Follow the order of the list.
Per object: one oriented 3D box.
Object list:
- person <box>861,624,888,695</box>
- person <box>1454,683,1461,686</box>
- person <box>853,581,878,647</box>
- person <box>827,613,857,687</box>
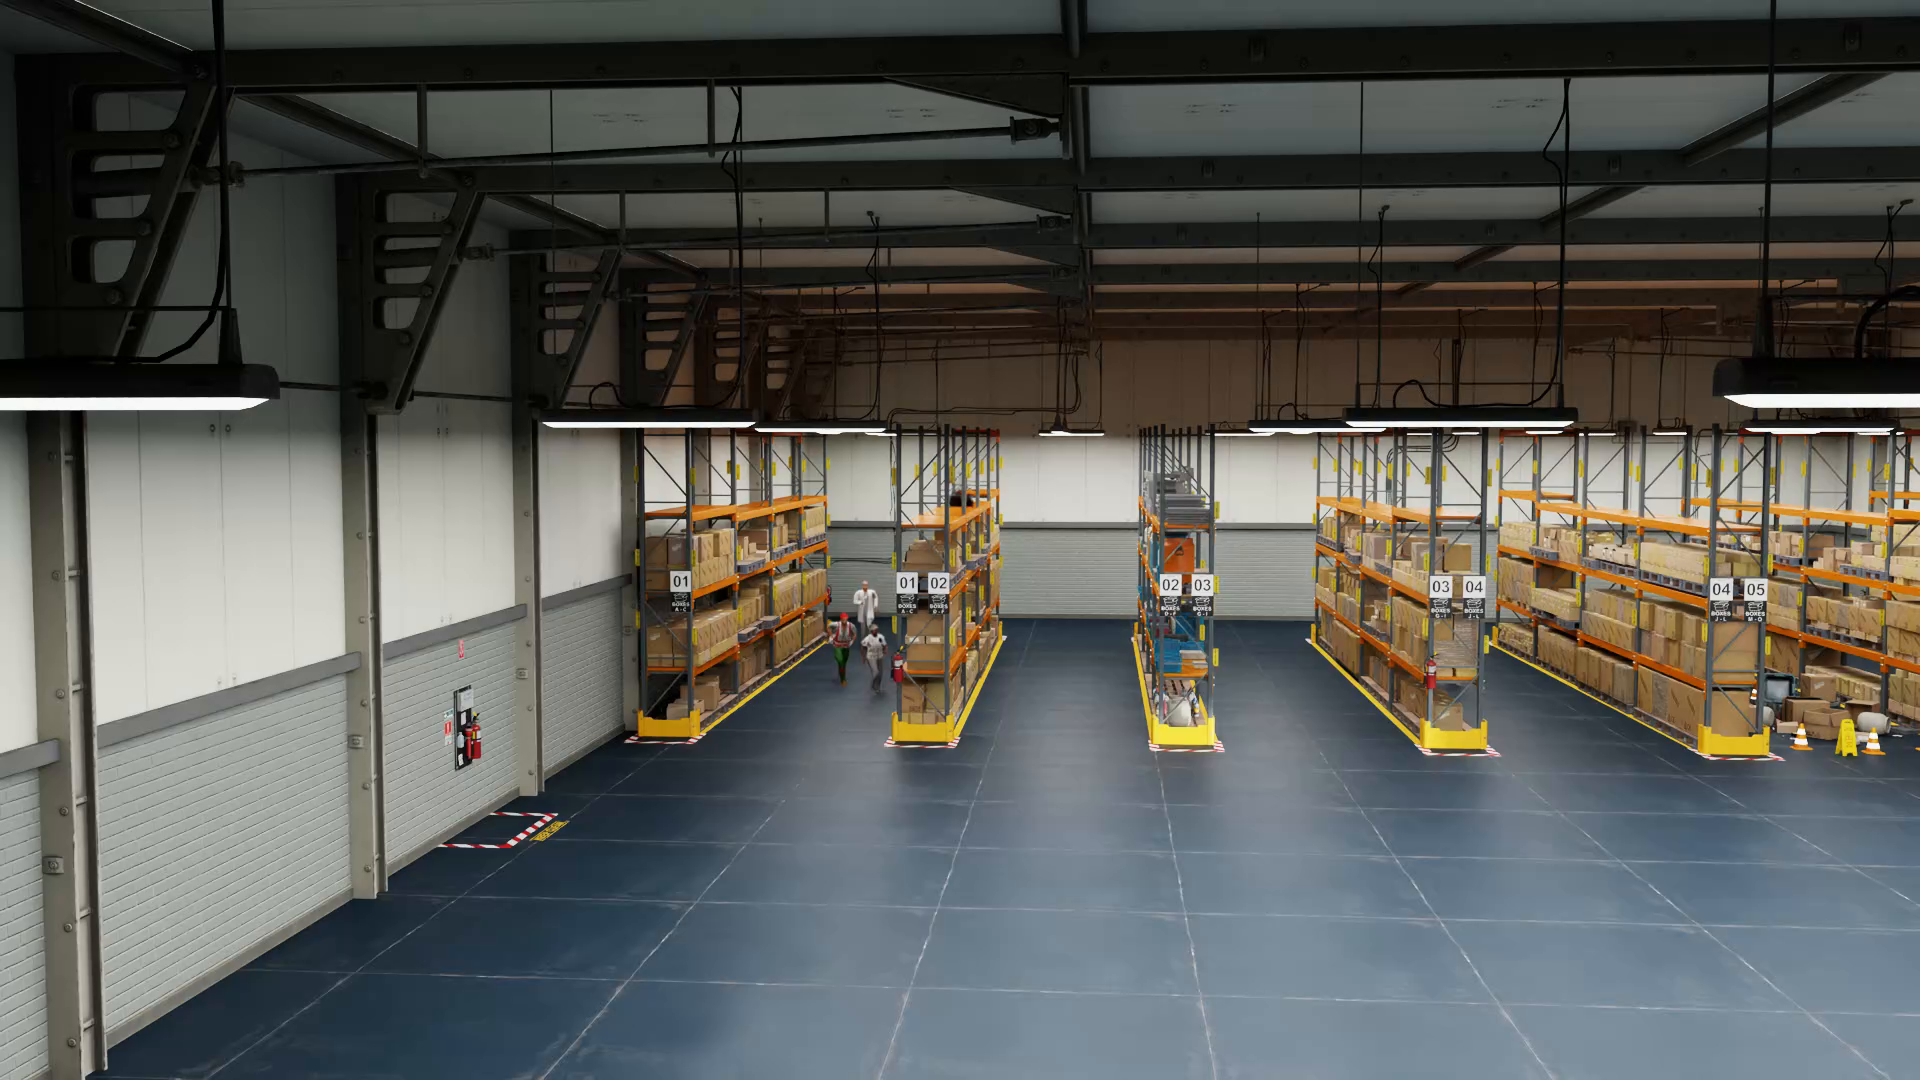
[{"bbox_3d":[-1.858,2.679,37.281,0.605,1.636,0.755,-3,4,-36],"label":"person"},{"bbox_3d":[11.497,2.500,38.513,0.782,1.740,0.574,1,4,17],"label":"person"},{"bbox_3d":[-2.612,2.047,45.947,0.665,1.835,0.910,0,3,-2],"label":"person"},{"bbox_3d":[-2.760,2.526,38.808,0.703,1.738,1.045,0,4,-8],"label":"person"}]
